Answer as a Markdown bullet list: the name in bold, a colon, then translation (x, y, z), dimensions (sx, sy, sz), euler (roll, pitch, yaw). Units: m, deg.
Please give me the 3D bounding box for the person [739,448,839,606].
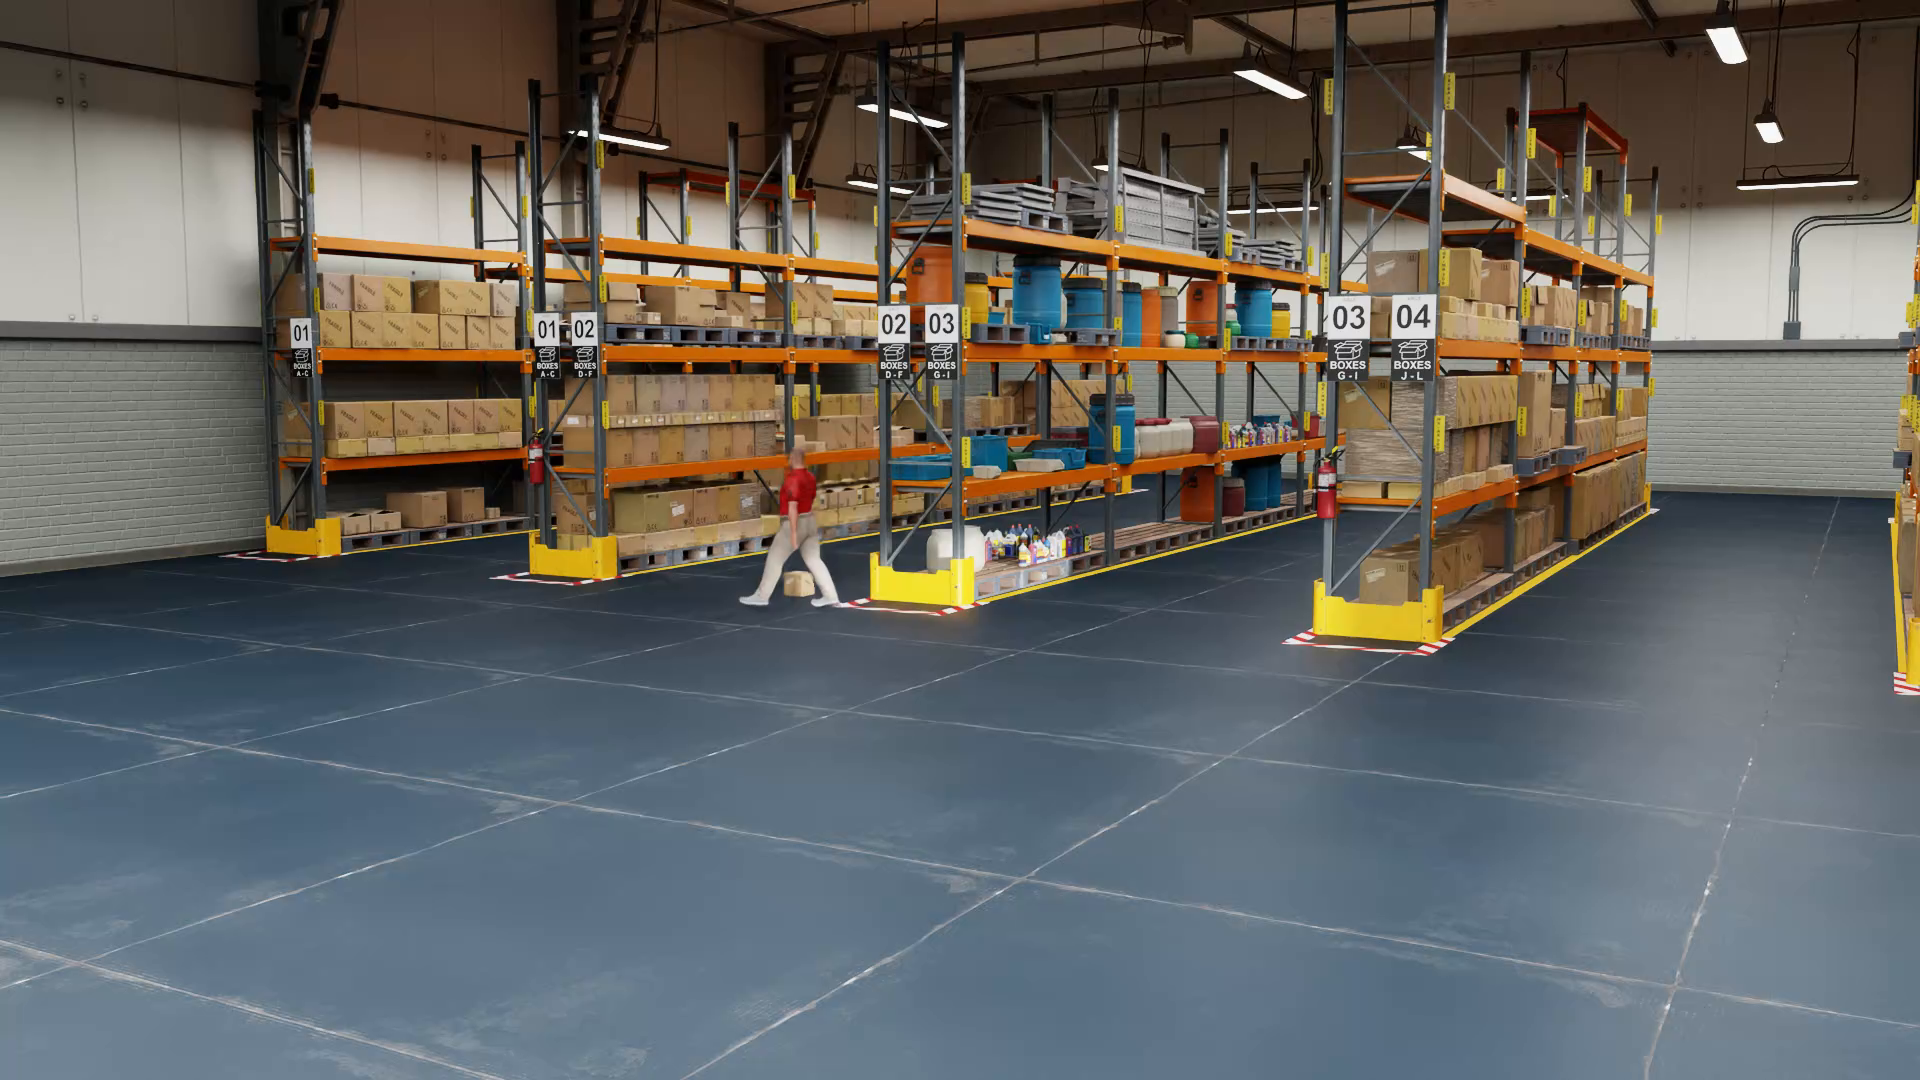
- **person**: translation (-1.774, -0.140, 17.510), dimensions (1.038, 1.659, 0.571), euler (3, 7, 29)
